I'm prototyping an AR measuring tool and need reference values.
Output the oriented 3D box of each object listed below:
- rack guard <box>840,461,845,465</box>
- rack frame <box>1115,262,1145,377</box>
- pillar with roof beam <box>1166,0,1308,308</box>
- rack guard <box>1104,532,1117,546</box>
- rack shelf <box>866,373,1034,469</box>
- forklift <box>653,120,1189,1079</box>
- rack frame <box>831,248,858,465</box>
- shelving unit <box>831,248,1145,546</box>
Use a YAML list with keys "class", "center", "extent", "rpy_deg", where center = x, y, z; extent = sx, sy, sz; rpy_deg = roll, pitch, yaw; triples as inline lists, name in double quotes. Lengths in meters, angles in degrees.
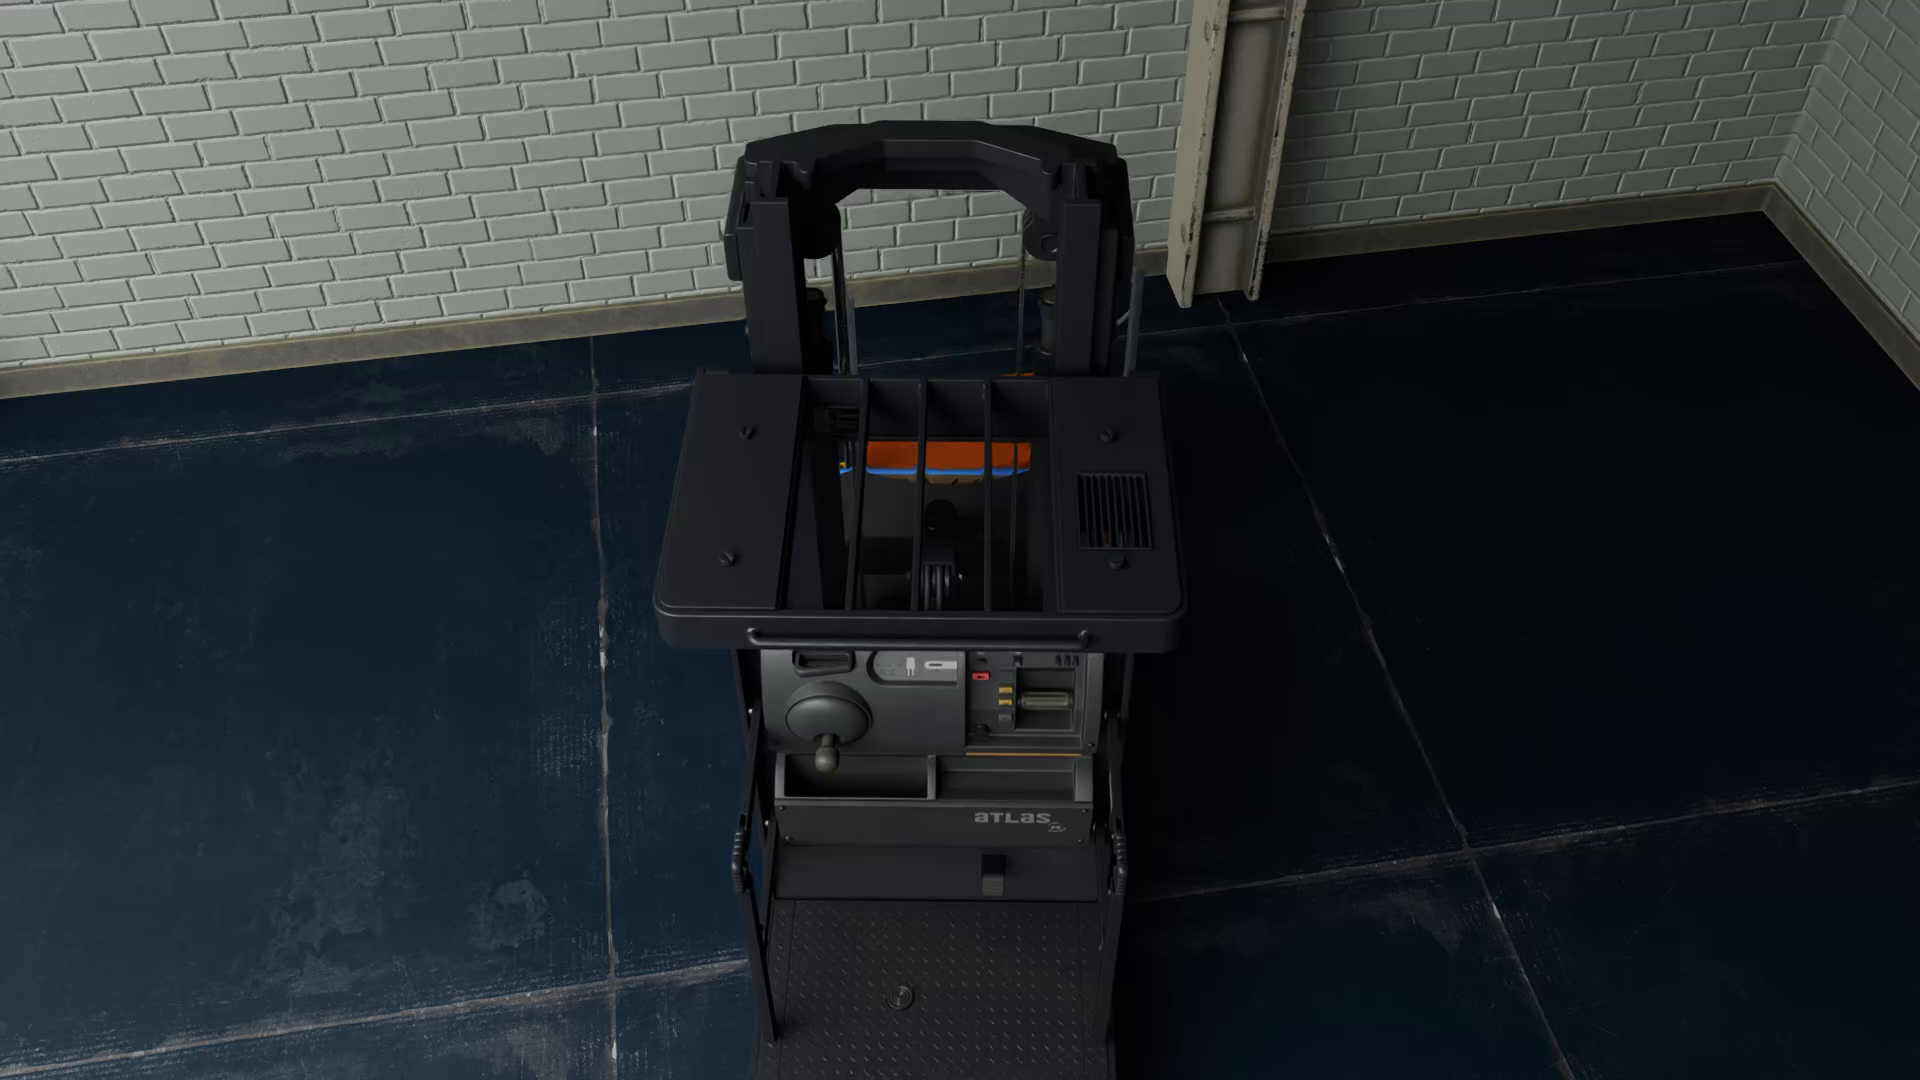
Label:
- class: "rack guard"
  center: [-0.416, -0.035, 6.803]
  extent: [0.087, 0.250, 0.587]
  rpy_deg: [-7, 46, -7]
- class: "rack frame"
  center: [0.585, -0.593, 6.473]
  extent: [0.032, 1.500, 0.500]
  rpy_deg: [-7, 46, -7]
- class: "pillar with roof beam"
  center: [1.967, -1.320, 1.966]
  extent: [0.400, 9.000, 9.100]
  rpy_deg: [-7, 46, -7]
- class: "rack guard"
  center: [0.566, -0.157, 6.921]
  extent: [0.087, 0.250, 0.587]
  rpy_deg: [-7, 46, -7]
- class: "rack shelf"
  center: [0.084, -0.406, 6.543]
  extent: [1.000, 0.185, 0.538]
  rpy_deg: [-7, 46, -7]
- class: "forklift"
  center: [-0.075, 0.534, 4.393]
  extent: [1.130, 2.935, 3.031]
  rpy_deg: [0, 46, 0]
- class: "rack frame"
  center: [-0.417, -0.468, 6.353]
  extent: [0.032, 1.500, 0.500]
  rpy_deg: [-7, 46, -7]
- class: "shelving unit"
  center: [0.075, -0.530, 6.412]
  extent: [1.083, 1.500, 0.587]
  rpy_deg: [-7, 46, -7]
